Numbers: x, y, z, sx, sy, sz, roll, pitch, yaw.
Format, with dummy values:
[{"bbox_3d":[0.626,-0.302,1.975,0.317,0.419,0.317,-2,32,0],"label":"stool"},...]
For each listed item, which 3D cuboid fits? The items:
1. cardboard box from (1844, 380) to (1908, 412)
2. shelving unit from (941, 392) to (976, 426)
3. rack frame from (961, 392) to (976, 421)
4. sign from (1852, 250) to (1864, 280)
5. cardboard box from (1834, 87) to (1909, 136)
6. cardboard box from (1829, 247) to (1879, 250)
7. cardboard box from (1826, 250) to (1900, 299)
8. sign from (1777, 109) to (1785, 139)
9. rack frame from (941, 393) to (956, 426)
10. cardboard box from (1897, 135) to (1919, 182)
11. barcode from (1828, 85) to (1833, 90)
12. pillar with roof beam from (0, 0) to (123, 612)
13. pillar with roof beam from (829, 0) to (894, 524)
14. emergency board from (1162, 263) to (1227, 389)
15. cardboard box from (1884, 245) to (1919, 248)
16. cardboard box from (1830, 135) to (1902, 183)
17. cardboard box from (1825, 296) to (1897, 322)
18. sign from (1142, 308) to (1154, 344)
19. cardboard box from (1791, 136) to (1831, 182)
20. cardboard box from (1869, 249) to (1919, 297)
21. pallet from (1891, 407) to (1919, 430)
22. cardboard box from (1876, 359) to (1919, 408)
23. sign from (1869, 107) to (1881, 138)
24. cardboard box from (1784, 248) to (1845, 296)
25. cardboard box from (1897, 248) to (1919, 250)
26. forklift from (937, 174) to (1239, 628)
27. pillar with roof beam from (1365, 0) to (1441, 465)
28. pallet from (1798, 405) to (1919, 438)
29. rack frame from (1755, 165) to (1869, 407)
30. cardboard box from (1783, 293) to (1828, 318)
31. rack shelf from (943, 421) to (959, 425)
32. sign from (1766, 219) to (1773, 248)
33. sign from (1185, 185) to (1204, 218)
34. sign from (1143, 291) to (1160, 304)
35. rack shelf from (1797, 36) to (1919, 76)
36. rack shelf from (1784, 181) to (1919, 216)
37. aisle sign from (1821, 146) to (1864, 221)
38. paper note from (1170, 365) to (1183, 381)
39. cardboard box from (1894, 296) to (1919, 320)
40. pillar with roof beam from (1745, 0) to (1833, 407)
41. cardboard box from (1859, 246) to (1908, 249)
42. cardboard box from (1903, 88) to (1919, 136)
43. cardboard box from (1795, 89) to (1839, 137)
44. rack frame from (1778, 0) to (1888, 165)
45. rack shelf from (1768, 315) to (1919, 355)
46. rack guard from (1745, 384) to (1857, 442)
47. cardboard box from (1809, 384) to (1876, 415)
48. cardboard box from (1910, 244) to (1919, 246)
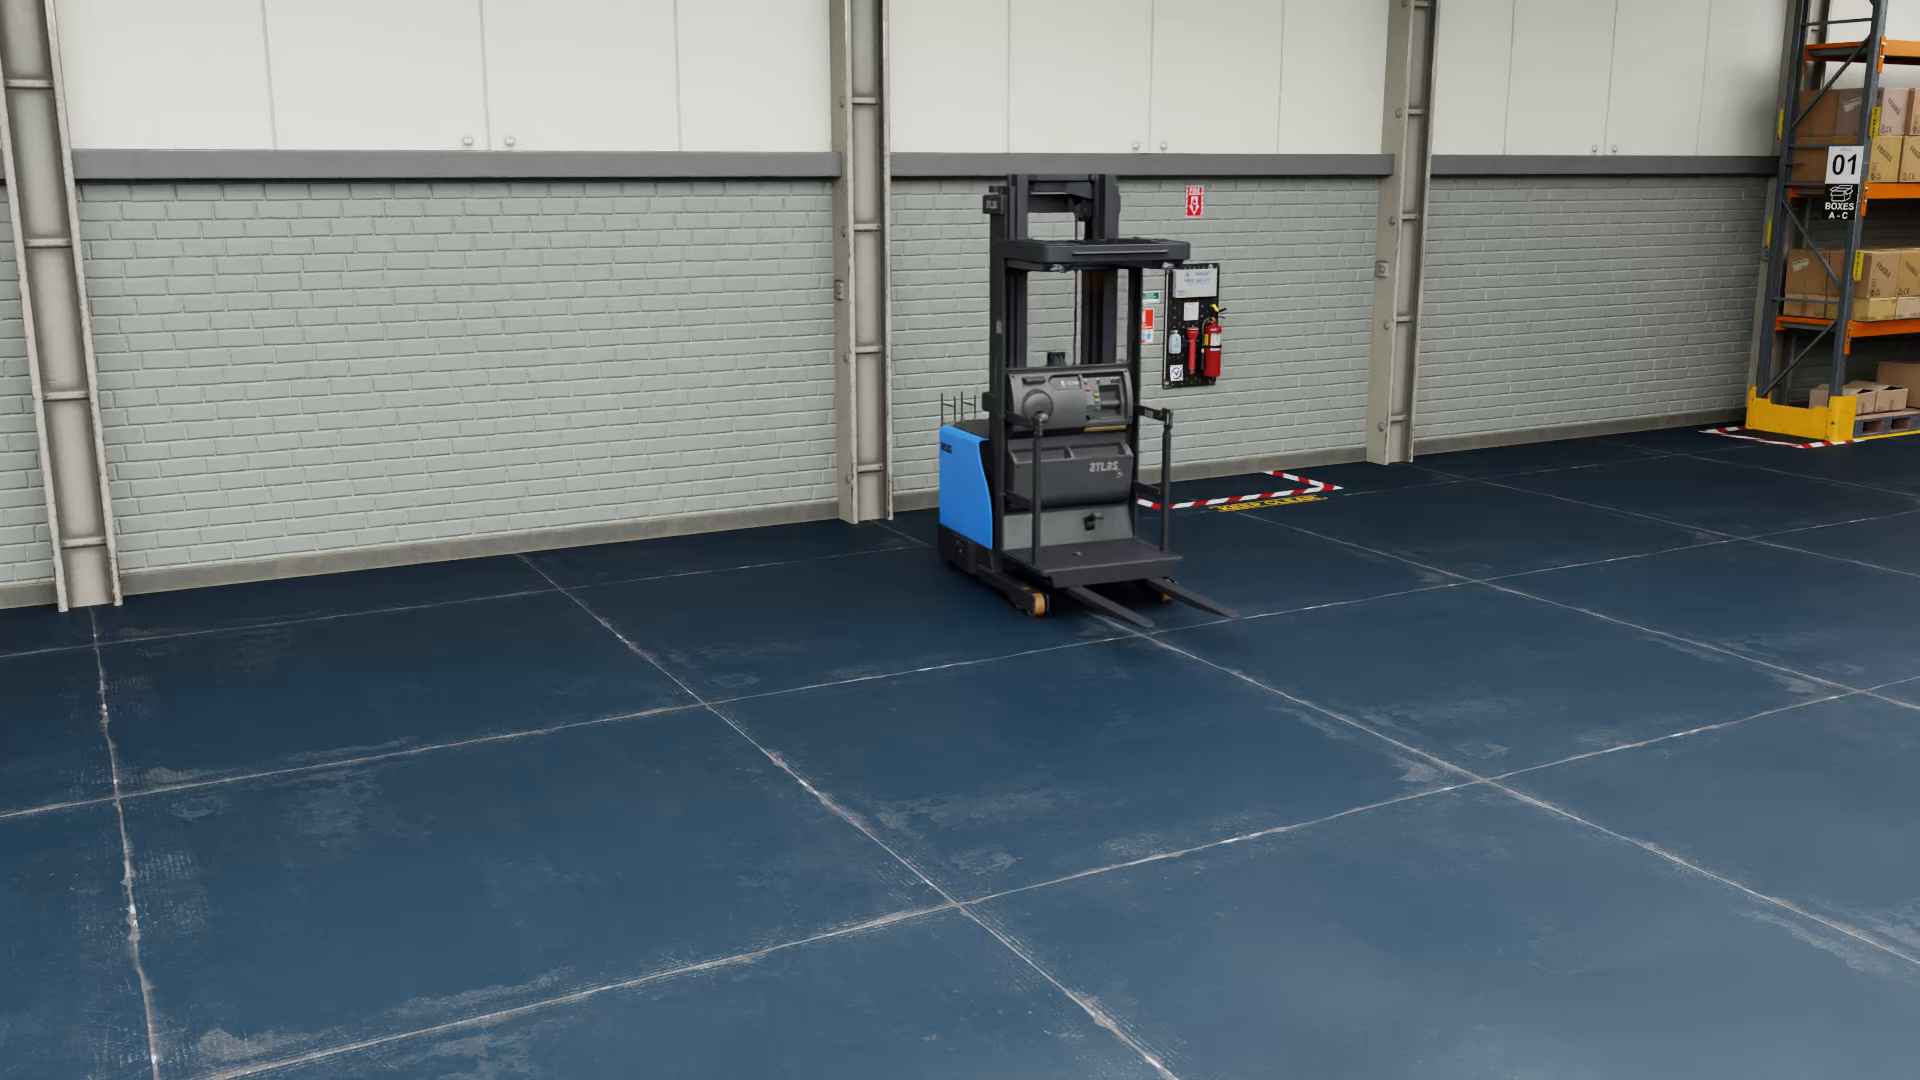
[{"bbox_3d":[10.663,-1.692,19.418,0.500,0.311,0.500,-6,14,-23],"label":"cardboard box"},{"bbox_3d":[-0.013,-0.584,13.471,0.189,1.200,0.258,-7,14,-28],"label":"shelving unit"},{"bbox_3d":[0.068,-0.593,13.513,0.006,1.200,0.240,-7,14,-28],"label":"rack frame"},{"bbox_3d":[9.772,-2.992,18.098,0.005,0.325,0.100,-7,14,-28],"label":"sign"},{"bbox_3d":[9.967,-4.677,18.178,0.500,0.500,0.500,-8,15,-32],"label":"cardboard box"},{"bbox_3d":[10.271,-3.118,19.219,0.500,0.500,0.500,-7,14,-27],"label":"cardboard box"},{"bbox_3d":[10.075,-2.968,18.556,0.500,0.500,0.500,-7,14,-28],"label":"cardboard box"},{"bbox_3d":[9.264,-4.678,18.716,0.005,0.325,0.100,-7,14,-28],"label":"sign"},{"bbox_3d":[-0.093,-0.574,13.428,0.006,1.200,0.240,-7,14,-28],"label":"rack frame"},{"bbox_3d":[10.414,-4.232,18.478,0.500,0.500,0.500,-6,14,-24],"label":"cardboard box"},{"bbox_3d":[9.896,-5.137,18.902,0.075,0.075,0.001,-7,14,-28],"label":"barcode"},{"bbox_3d":[-4.024,-3.118,6.967,0.400,9.000,9.100,-7,14,-28],"label":"pillar with roof beam"},{"bbox_3d":[1.242,-3.749,9.771,0.400,9.000,9.100,-7,14,-28],"label":"pillar with roof beam"},{"bbox_3d":[2.258,-2.030,15.799,0.643,1.169,0.194,-7,14,-28],"label":"emergency board"},{"bbox_3d":[11.164,-3.226,19.700,0.500,0.500,0.500,-7,14,-27],"label":"cardboard box"},{"bbox_3d":[9.925,-4.183,18.258,0.500,0.500,0.500,-6,14,-26],"label":"cardboard box"},{"bbox_3d":[10.093,-2.600,18.628,0.500,0.250,0.500,-7,15,-29],"label":"cardboard box"},{"bbox_3d":[1.724,-2.009,15.624,0.234,0.329,0.001,-7,14,-28],"label":"sign"},{"bbox_3d":[9.757,-4.288,18.727,0.500,0.500,0.500,-6,14,-24],"label":"cardboard box"},{"bbox_3d":[10.514,-3.019,18.778,0.500,0.500,0.500,-7,14,-28],"label":"cardboard box"},{"bbox_3d":[11.378,-1.527,19.915,1.213,0.211,1.003,-7,14,-28],"label":"pallet"},{"bbox_3d":[11.331,-1.852,19.697,0.500,0.500,0.700,-8,15,-31],"label":"cardboard box"},{"bbox_3d":[9.772,-4.459,17.768,0.005,0.325,0.100,-7,14,-28],"label":"sign"},{"bbox_3d":[9.824,-3.067,18.992,0.500,0.500,0.500,-7,14,-28],"label":"cardboard box"},{"bbox_3d":[10.970,-3.072,19.014,0.500,0.500,0.500,-7,15,-30],"label":"cardboard box"},{"bbox_3d":[0.865,-1.013,11.434,1.130,2.935,3.031,-5,14,-22],"label":"forklift"},{"bbox_3d":[6.508,-4.380,12.576,0.400,9.000,9.100,-7,14,-28],"label":"pillar with roof beam"},{"bbox_3d":[10.309,-1.400,19.349,1.213,0.211,1.003,-7,14,-28],"label":"pallet"},{"bbox_3d":[9.512,-2.674,18.658,0.127,3.000,1.000,-7,14,-28],"label":"rack frame"},{"bbox_3d":[9.830,-2.697,19.057,0.500,0.250,0.500,-7,14,-27],"label":"cardboard box"},{"bbox_3d":[-0.013,-0.892,13.401,0.180,0.103,0.258,-7,14,-28],"label":"rack shelf"},{"bbox_3d":[9.264,-3.502,18.981,0.005,0.325,0.100,-7,14,-28],"label":"sign"},{"bbox_3d":[2.204,-3.180,15.626,0.199,0.298,0.001,-7,14,-28],"label":"sign"},{"bbox_3d":[1.732,-2.267,15.561,0.331,0.109,0.001,-7,14,-28],"label":"sign"},{"bbox_3d":[11.268,-5.458,19.013,4.000,0.370,1.077,-7,14,-28],"label":"rack shelf"},{"bbox_3d":[11.268,-3.997,19.342,4.000,0.370,1.077,-7,14,-28],"label":"rack shelf"},{"bbox_3d":[9.593,-3.877,18.082,0.004,0.787,0.394,-7,14,-28],"label":"aisle sign"},{"bbox_3d":[2.070,-1.595,15.872,0.142,0.148,0.016,-7,14,-28],"label":"paper note"},{"bbox_3d":[10.542,-2.658,18.883,0.500,0.250,0.500,-7,15,-30],"label":"cardboard box"},{"bbox_3d":[11.775,-5.011,15.381,0.400,9.000,9.100,-7,14,-28],"label":"pillar with roof beam"},{"bbox_3d":[10.722,-3.173,19.464,0.500,0.500,0.500,-7,15,-29],"label":"cardboard box"},{"bbox_3d":[10.431,-4.720,18.369,0.500,0.500,0.500,-7,14,-29],"label":"cardboard box"},{"bbox_3d":[9.765,-4.779,18.631,0.500,0.500,0.500,-6,14,-25],"label":"cardboard box"},{"bbox_3d":[9.512,-5.601,17.999,0.127,3.000,1.000,-7,14,-28],"label":"rack frame"},{"bbox_3d":[11.268,-2.533,19.672,4.000,0.370,1.077,-7,14,-28],"label":"rack shelf"},{"bbox_3d":[9.579,-1.462,18.968,0.348,0.500,1.175,-7,14,-28],"label":"rack guard"},{"bbox_3d":[10.163,-1.632,19.151,0.500,0.311,0.500,-9,15,-34],"label":"cardboard box"},{"bbox_3d":[11.615,-3.283,19.952,0.500,0.500,0.500,-6,14,-26],"label":"cardboard box"}]
